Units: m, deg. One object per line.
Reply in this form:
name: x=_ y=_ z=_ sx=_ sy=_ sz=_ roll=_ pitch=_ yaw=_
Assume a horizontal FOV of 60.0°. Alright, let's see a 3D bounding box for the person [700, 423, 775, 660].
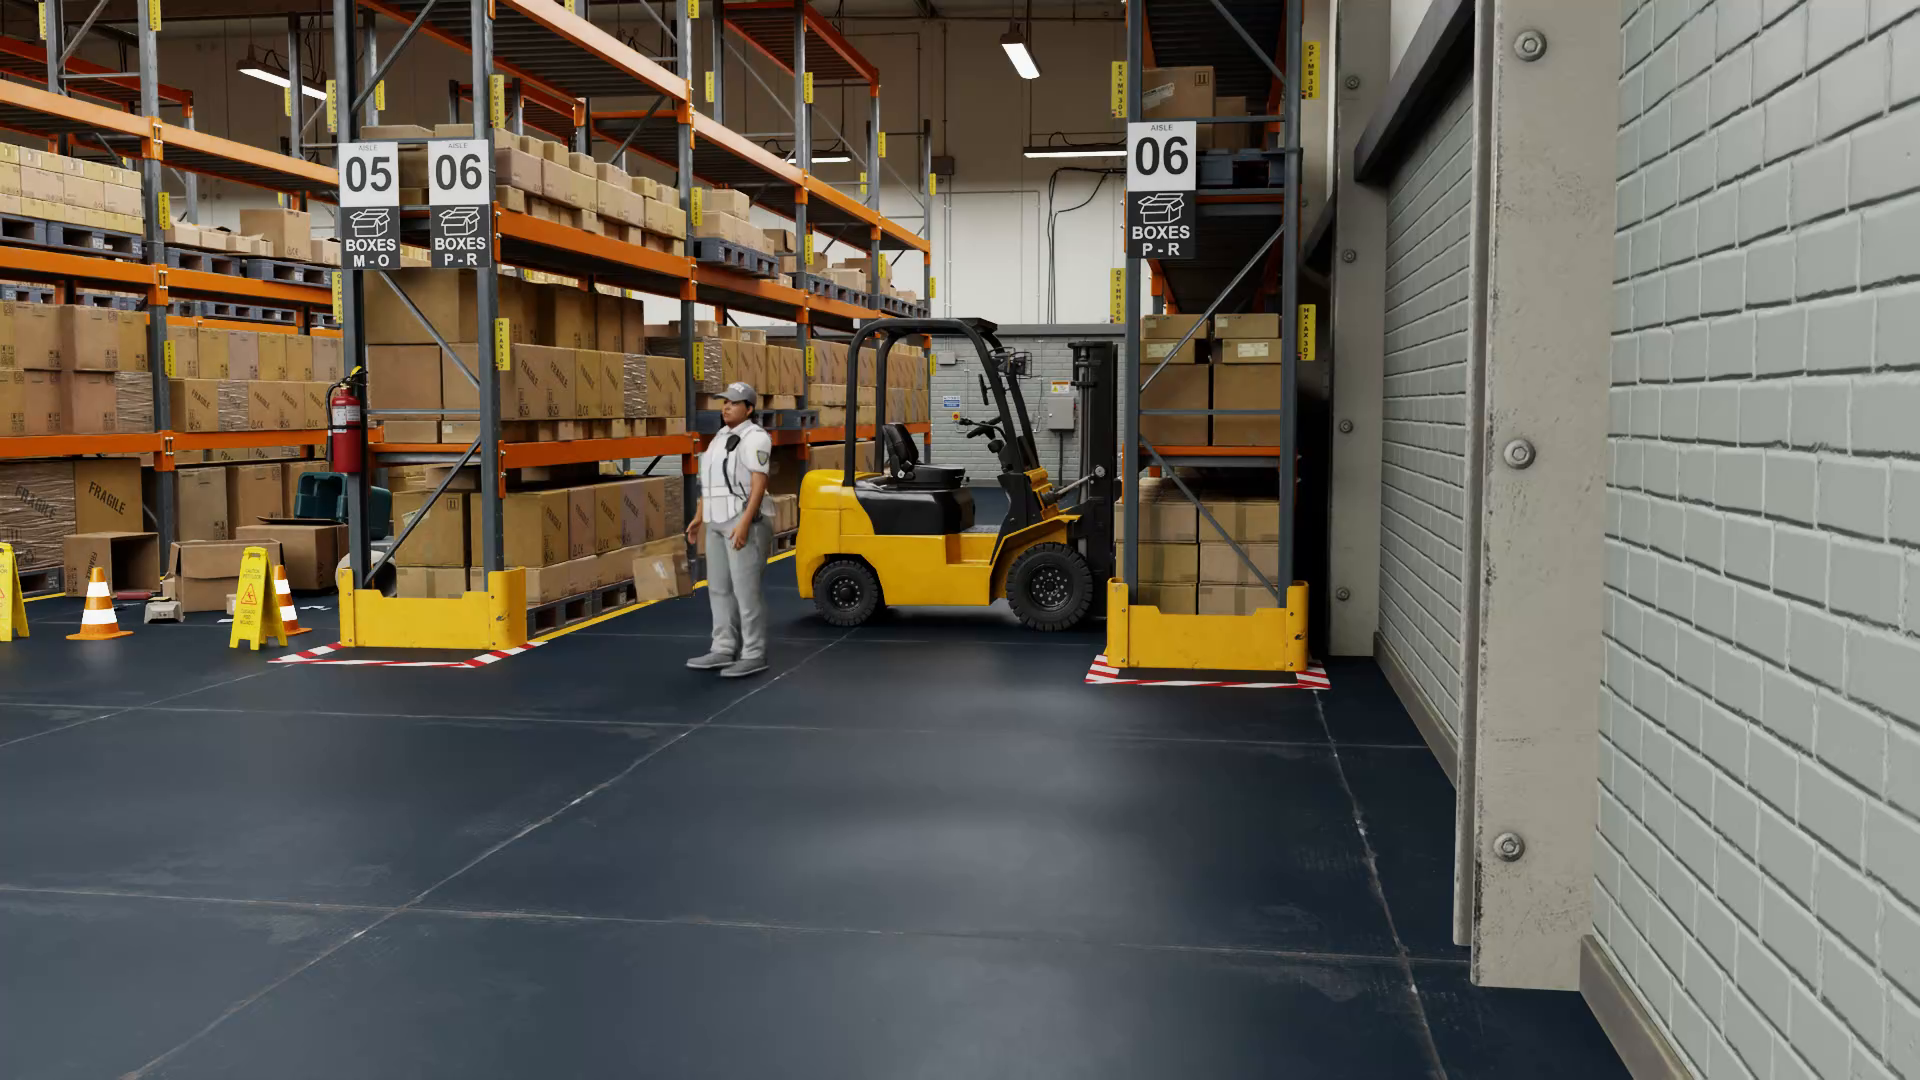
person: x=-1.297 y=0.011 z=9.604 sx=0.372 sy=1.375 sz=0.457 roll=-4 pitch=6 yaw=-40
